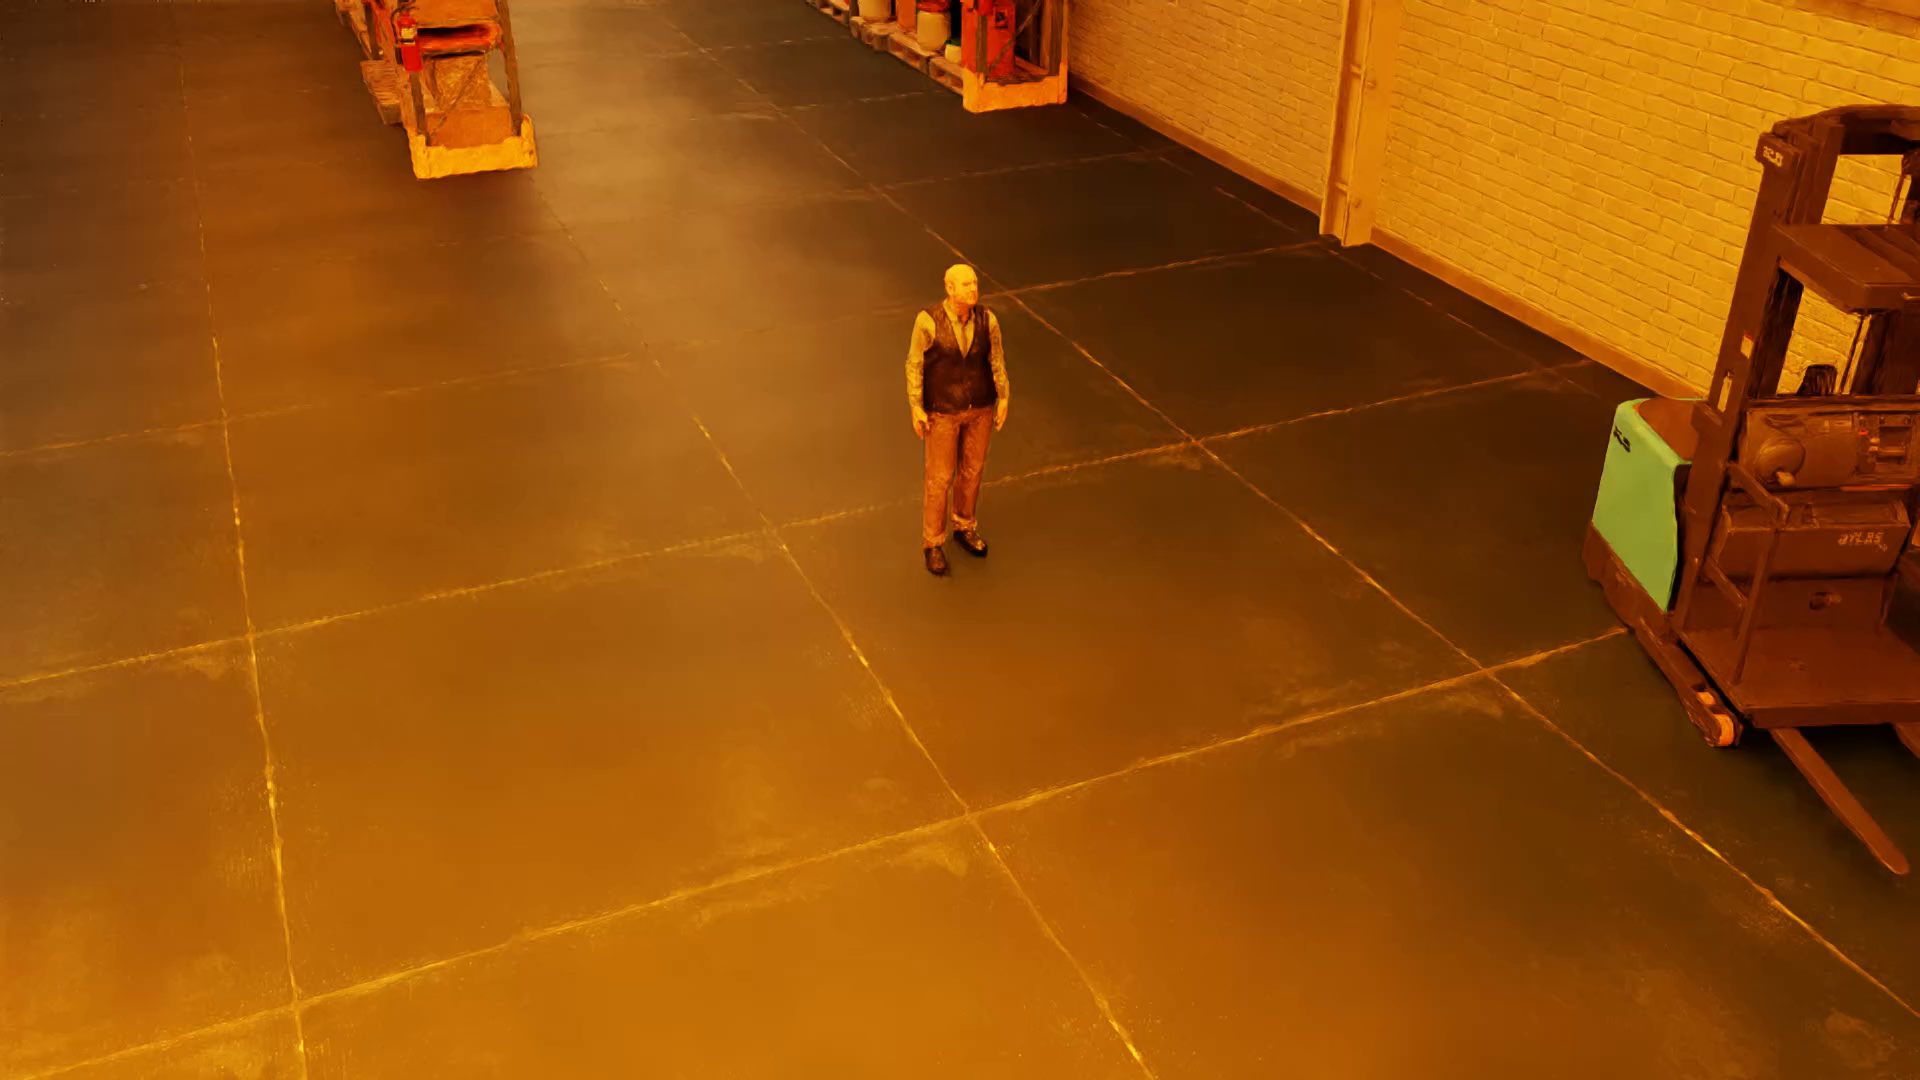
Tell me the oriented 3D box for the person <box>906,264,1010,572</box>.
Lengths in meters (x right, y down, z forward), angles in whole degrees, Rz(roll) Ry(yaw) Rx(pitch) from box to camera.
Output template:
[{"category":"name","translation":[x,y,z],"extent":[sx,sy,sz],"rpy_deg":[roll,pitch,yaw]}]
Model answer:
[{"category":"person","translation":[0.018,-0.724,9.589],"extent":[0.632,1.720,0.567],"rpy_deg":[-12,32,-20]}]

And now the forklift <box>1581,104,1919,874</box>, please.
[{"category":"forklift","translation":[4.253,-0.412,7.841],"extent":[1.130,2.935,3.031],"rpy_deg":[-2,30,-3]}]
